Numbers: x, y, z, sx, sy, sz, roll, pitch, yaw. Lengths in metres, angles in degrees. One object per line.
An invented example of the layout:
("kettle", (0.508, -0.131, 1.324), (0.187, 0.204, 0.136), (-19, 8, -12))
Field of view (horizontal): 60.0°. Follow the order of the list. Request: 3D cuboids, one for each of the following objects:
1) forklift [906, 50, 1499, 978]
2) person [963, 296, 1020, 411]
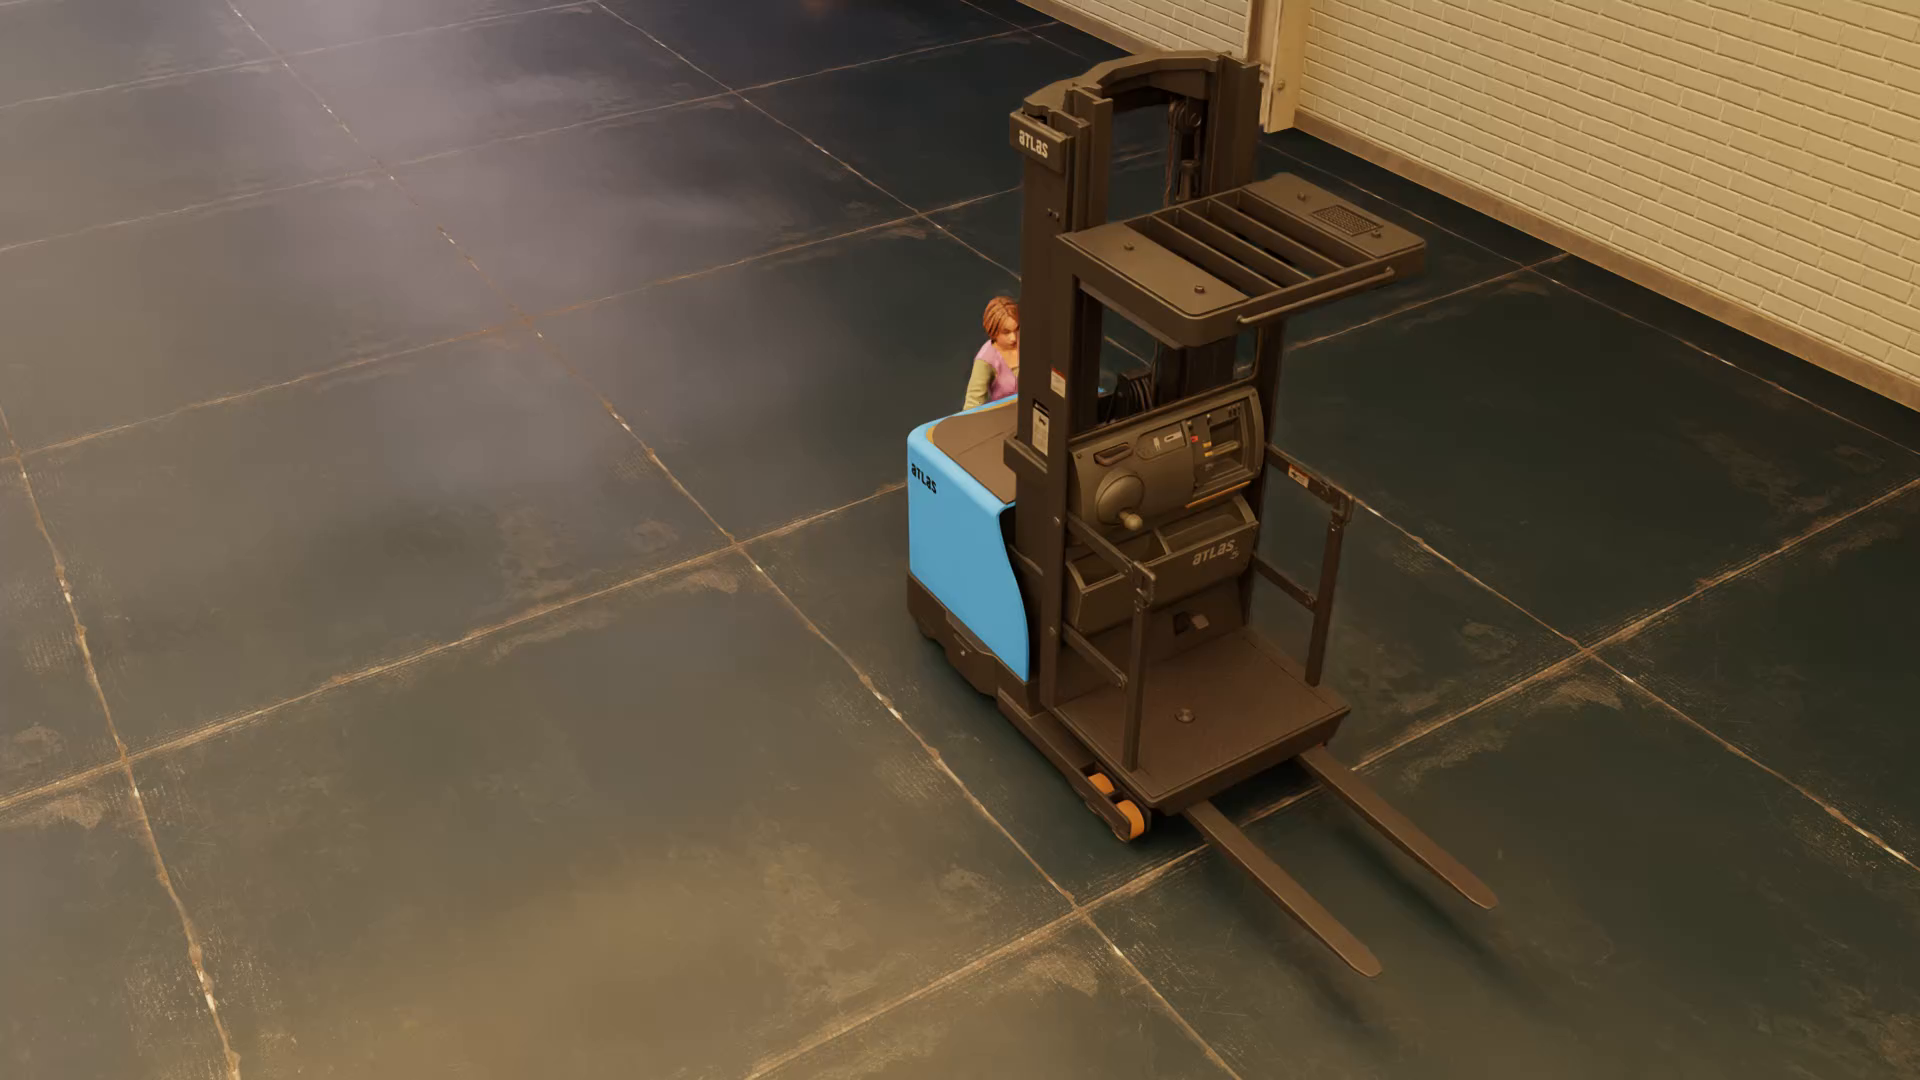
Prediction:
("forklift", (0.960, -0.261, 6.519), (1.130, 2.935, 3.031), (-20, 40, -26))
("person", (0.258, -0.433, 8.017), (0.660, 1.478, 0.587), (-10, 36, -14))
